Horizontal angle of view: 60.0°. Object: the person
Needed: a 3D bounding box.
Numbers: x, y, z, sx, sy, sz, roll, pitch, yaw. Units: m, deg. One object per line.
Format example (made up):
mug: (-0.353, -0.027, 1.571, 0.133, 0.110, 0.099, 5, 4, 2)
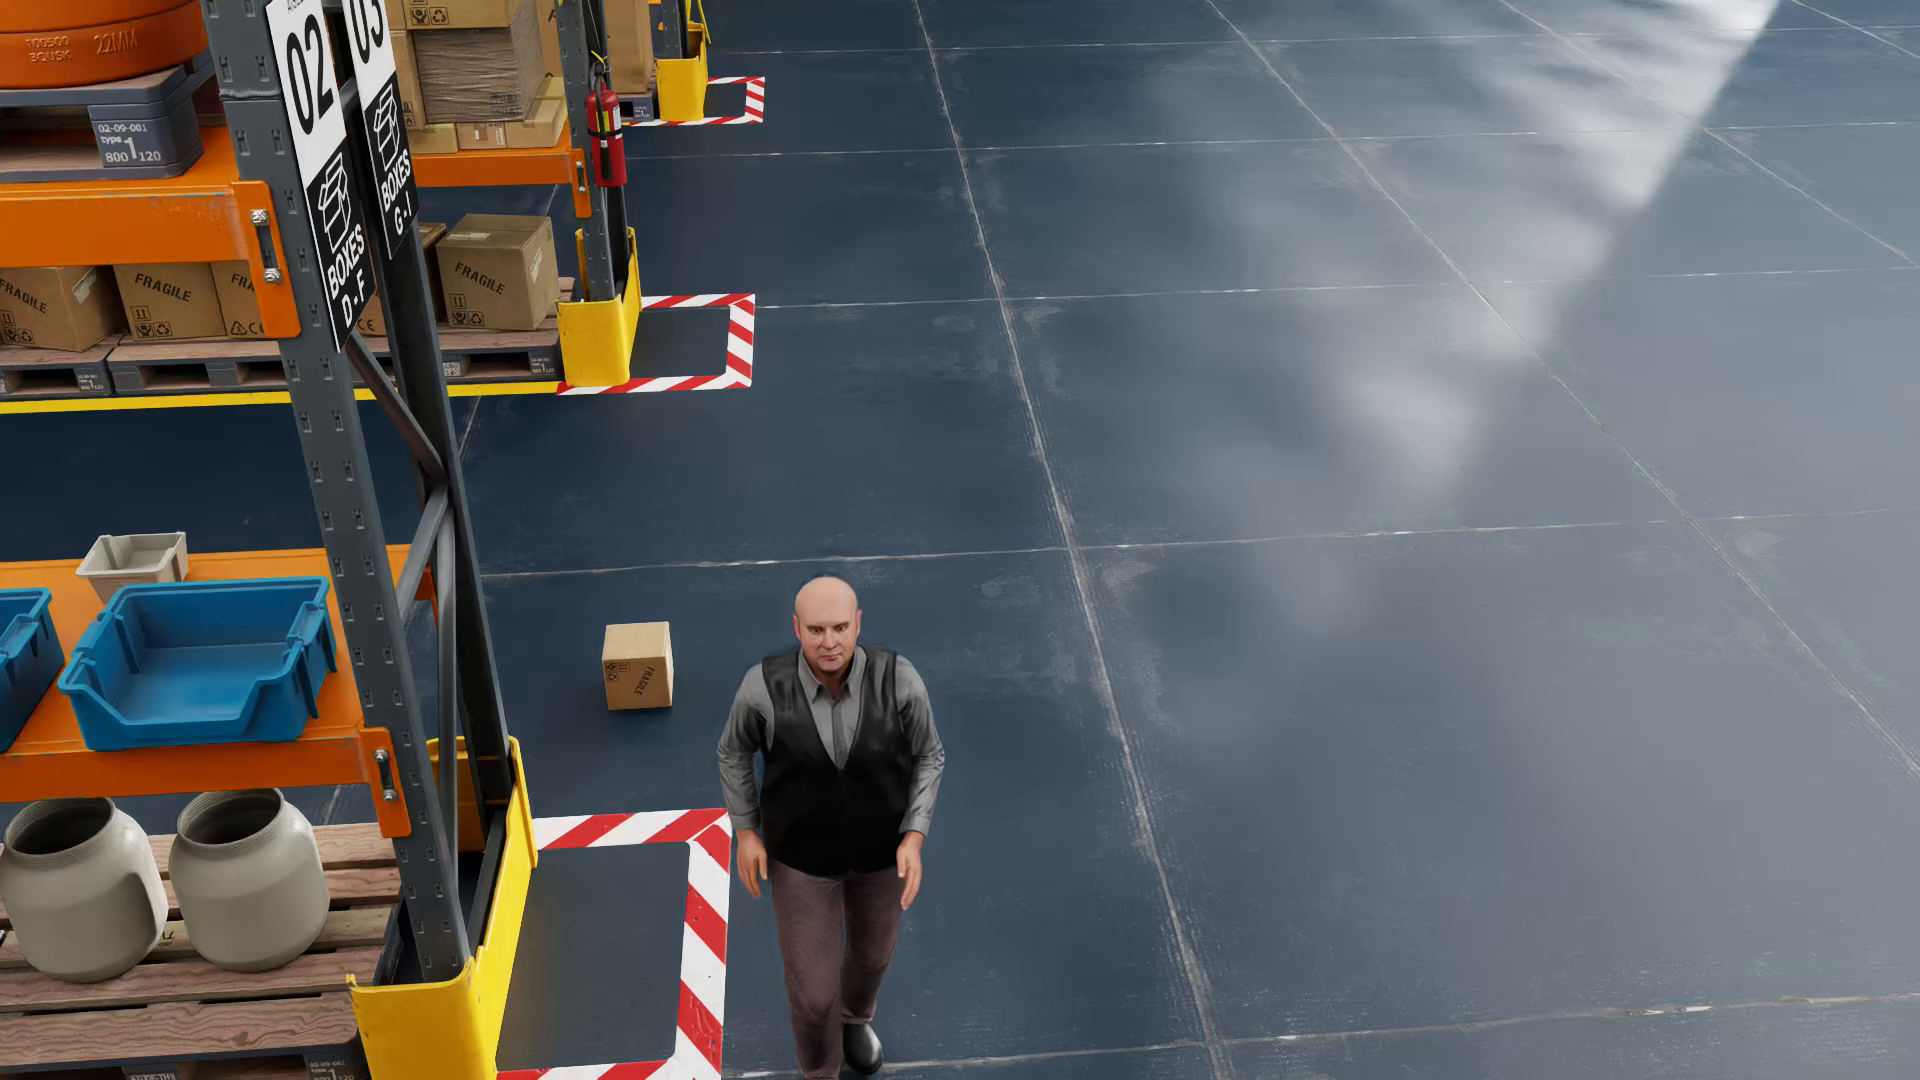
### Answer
person: (-0.330, 0.910, 4.677, 0.618, 1.735, 0.533, -7, 32, -12)
